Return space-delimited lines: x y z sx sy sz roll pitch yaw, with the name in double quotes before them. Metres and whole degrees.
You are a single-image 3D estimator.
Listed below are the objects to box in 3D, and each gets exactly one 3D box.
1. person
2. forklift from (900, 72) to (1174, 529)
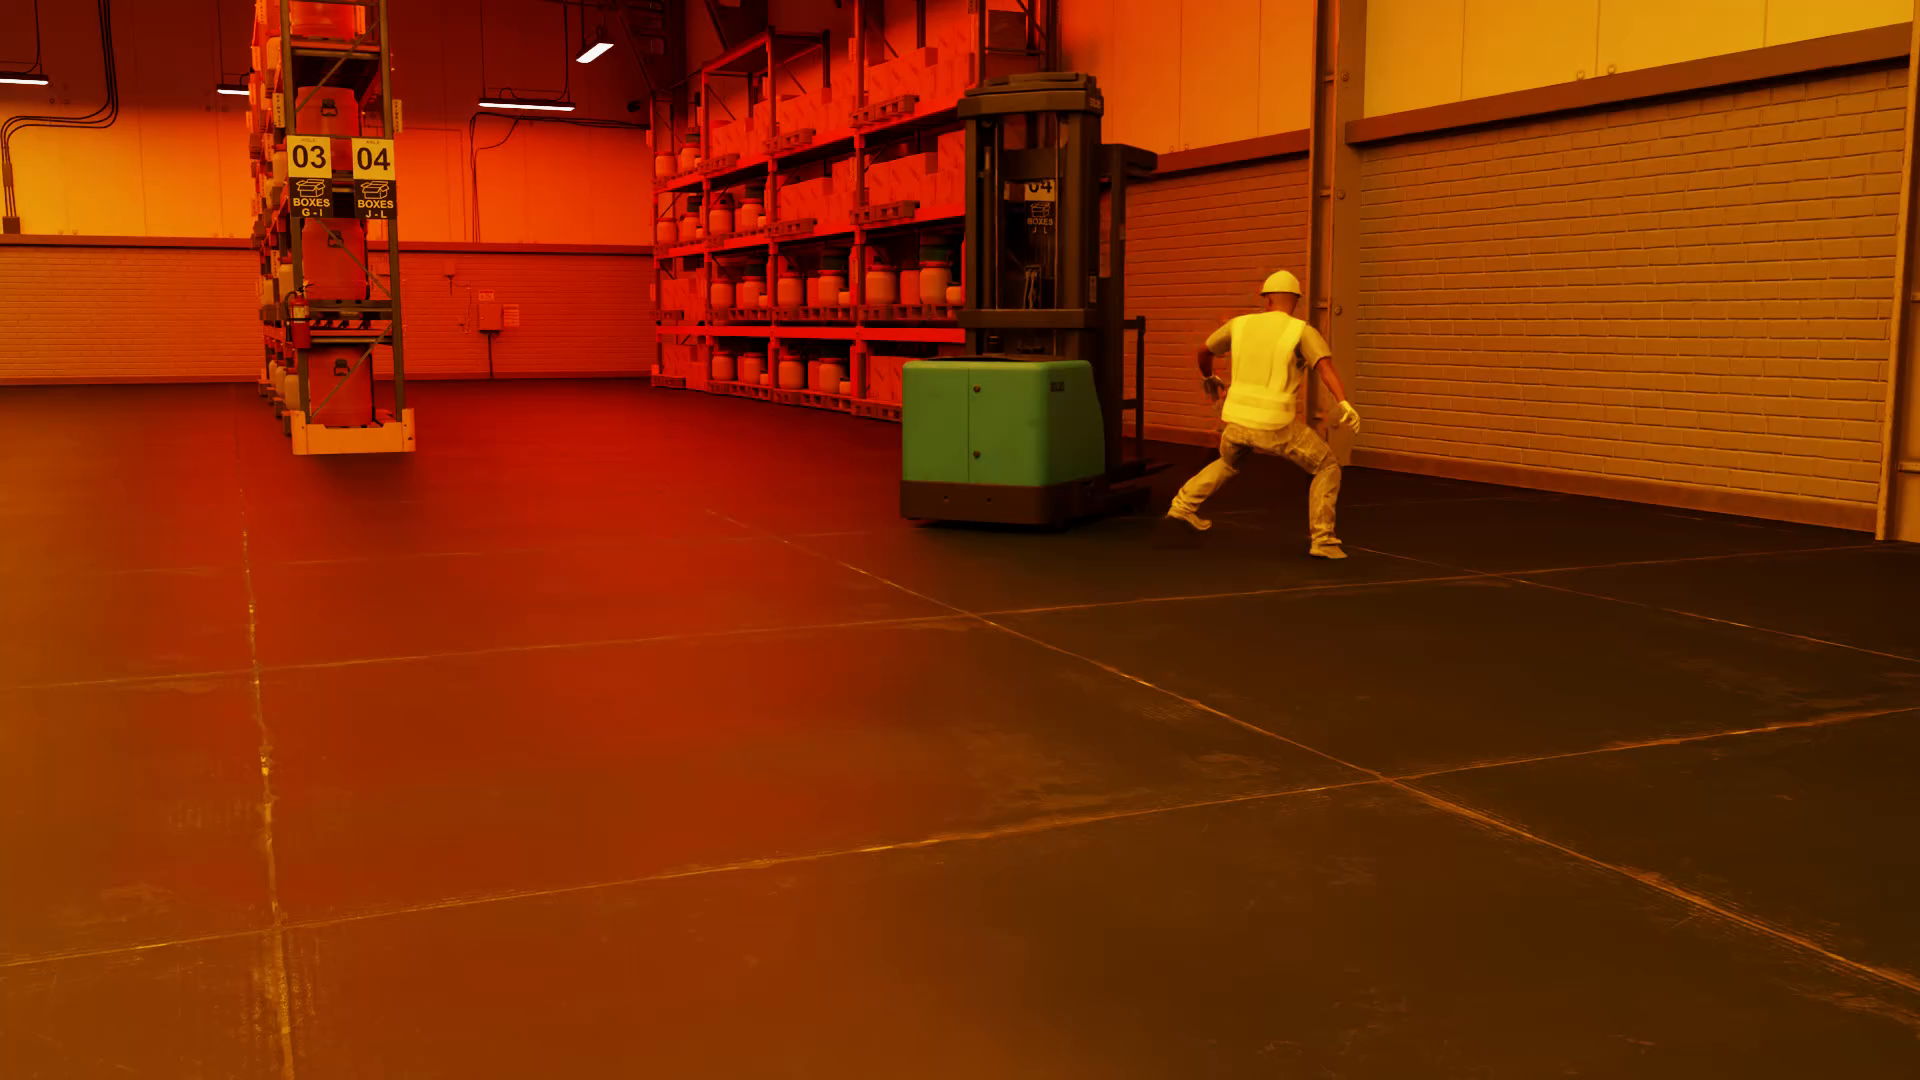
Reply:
"person" 1.802 -0.688 9.469 0.520 1.677 1.236 -7 10 -44
"forklift" 0.714 -1.678 11.670 1.130 2.935 3.031 4 8 26
